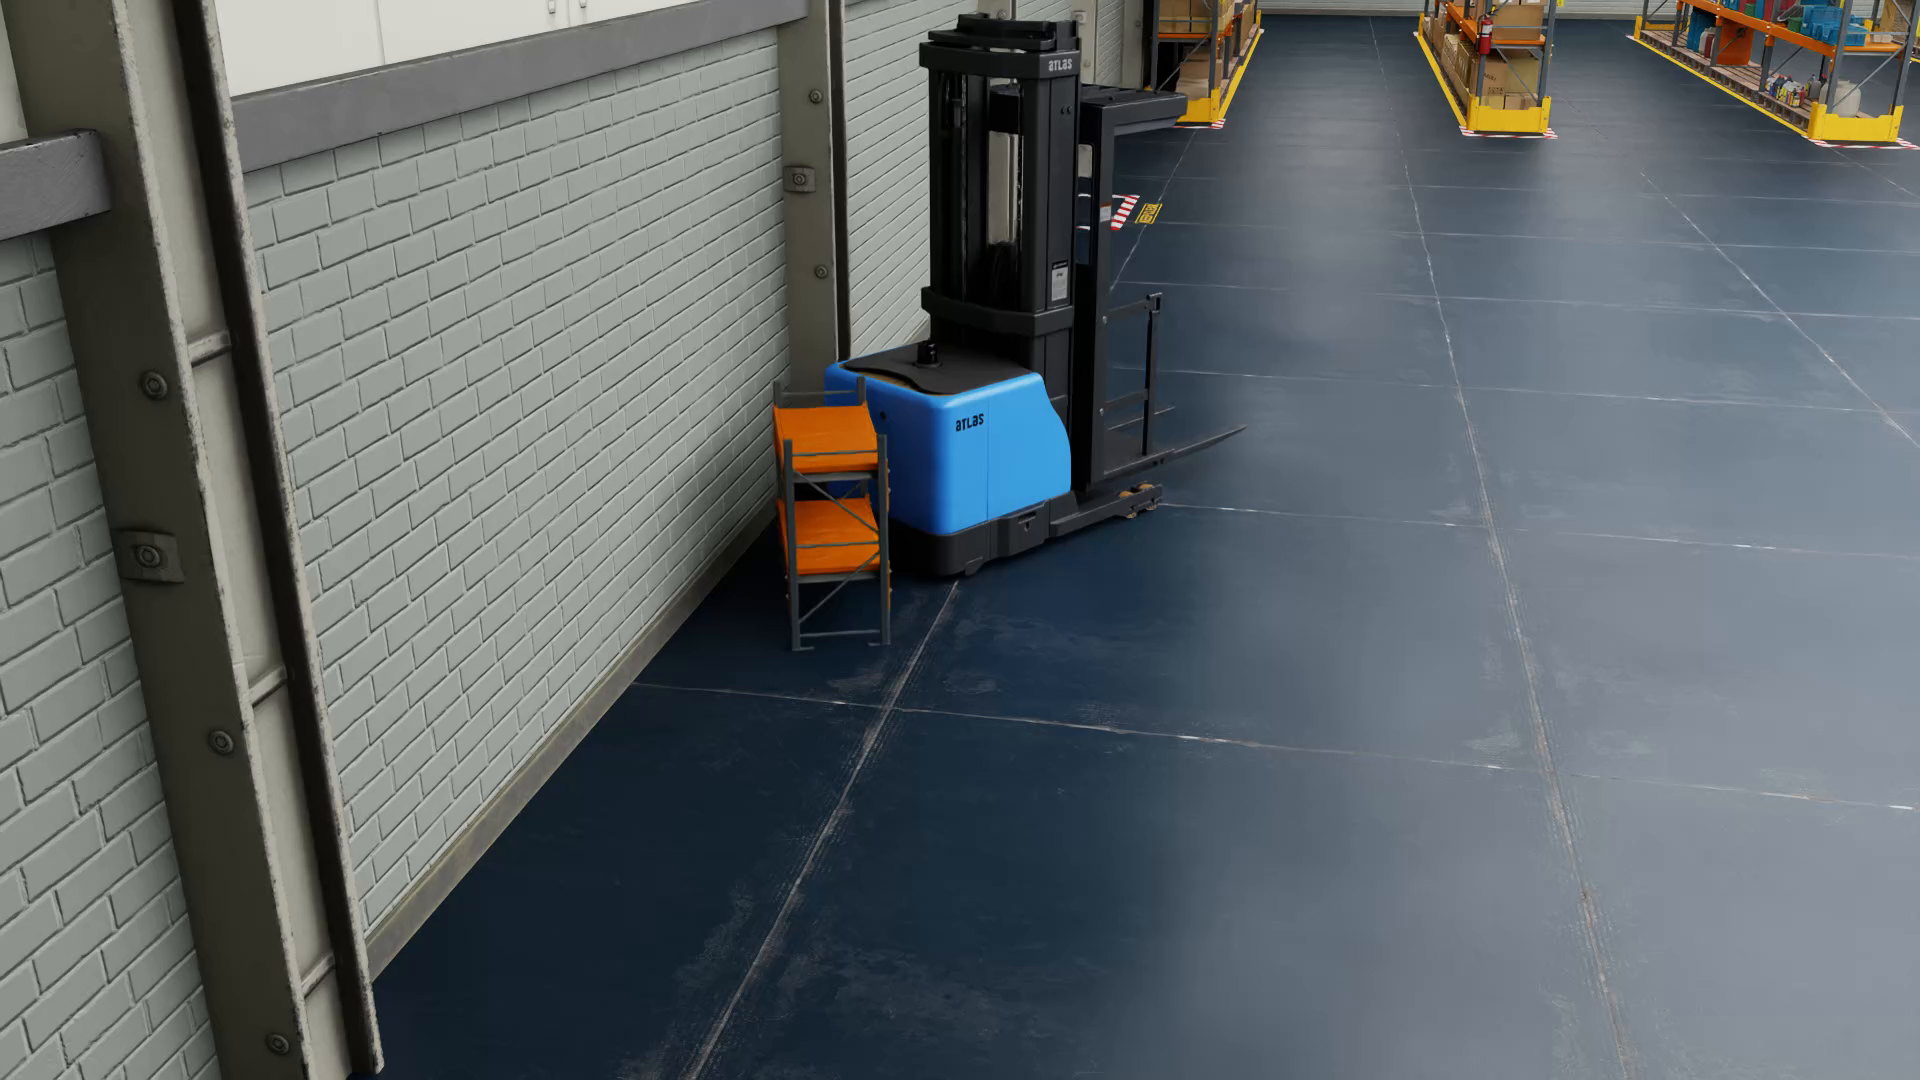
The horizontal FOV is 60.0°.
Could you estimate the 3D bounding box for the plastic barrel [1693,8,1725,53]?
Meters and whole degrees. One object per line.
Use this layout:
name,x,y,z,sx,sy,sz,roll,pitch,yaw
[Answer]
plastic barrel,15.375,-10.443,34.015,0.600,0.901,0.708,4,22,11

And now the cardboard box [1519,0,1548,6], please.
cardboard box,8.641,-8.143,25.055,0.380,0.149,0.250,4,22,11

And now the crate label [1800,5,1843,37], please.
crate label,13.309,-8.000,25.654,0.502,0.435,0.616,4,22,11

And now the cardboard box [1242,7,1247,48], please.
cardboard box,5.596,-10.747,34.839,0.750,0.750,0.750,4,22,11

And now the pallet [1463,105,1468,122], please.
pallet,8.465,-6.658,26.103,1.003,0.211,1.213,4,22,11

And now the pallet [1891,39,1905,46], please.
pallet,20.974,-10.727,36.206,1.003,0.211,1.213,4,22,11

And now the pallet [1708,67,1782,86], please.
pallet,14.635,-8.642,31.028,1.003,0.211,1.213,4,22,11

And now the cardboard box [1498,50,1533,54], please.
cardboard box,8.986,-7.663,26.981,0.500,0.500,0.500,4,22,11

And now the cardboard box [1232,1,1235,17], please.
cardboard box,4.516,-9.251,28.983,0.500,0.250,0.500,5,22,11

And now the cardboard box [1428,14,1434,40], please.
cardboard box,10.637,-11.332,36.732,0.500,0.500,0.500,4,22,11

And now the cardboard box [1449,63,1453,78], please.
cardboard box,9.072,-8.409,29.837,0.500,0.250,0.500,4,22,10

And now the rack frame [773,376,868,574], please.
rack frame,-0.763,-0.350,9.216,0.500,1.125,0.032,-3,22,-8

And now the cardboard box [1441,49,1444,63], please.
cardboard box,9.588,-9.345,32.159,0.500,0.250,0.500,4,22,11

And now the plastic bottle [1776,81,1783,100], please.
plastic bottle,13.331,-7.307,27.028,0.061,0.283,0.133,5,23,13

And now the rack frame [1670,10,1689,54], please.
rack frame,15.647,-11.678,34.835,1.000,3.000,0.127,4,22,11

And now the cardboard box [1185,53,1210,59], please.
cardboard box,4.143,-8.170,28.881,0.500,0.500,0.500,3,22,7

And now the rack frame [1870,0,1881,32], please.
rack frame,21.312,-12.764,37.530,1.000,3.000,0.127,4,22,11

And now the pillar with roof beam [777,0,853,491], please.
pillar with roof beam,3.337,-4.238,8.332,9.100,9.000,0.400,4,22,11

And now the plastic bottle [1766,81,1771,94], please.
plastic bottle,13.500,-7.538,27.713,0.097,0.201,0.097,0,22,0

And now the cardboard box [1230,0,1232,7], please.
cardboard box,4.313,-9.232,27.933,0.500,0.500,0.500,4,22,9

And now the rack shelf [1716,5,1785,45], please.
rack shelf,14.423,-9.150,29.521,1.077,0.370,4.000,4,22,11

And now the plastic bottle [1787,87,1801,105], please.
plastic bottle,13.222,-7.025,26.339,0.152,0.276,0.135,5,22,11

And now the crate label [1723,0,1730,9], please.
crate label,14.378,-10.012,30.923,0.303,0.233,0.416,4,22,11

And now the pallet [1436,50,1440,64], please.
pallet,10.423,-10.016,34.440,1.003,0.211,1.213,4,22,11

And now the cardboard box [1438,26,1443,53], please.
cardboard box,10.049,-10.188,33.892,0.500,0.500,0.500,4,22,9

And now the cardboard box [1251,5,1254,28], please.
cardboard box,6.618,-12.485,39.622,0.700,0.500,0.500,4,22,11

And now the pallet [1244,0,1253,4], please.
pallet,5.091,-10.613,32.447,1.213,0.211,1.003,4,22,11

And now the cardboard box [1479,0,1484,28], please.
cardboard box,8.874,-8.639,27.154,0.700,0.500,0.500,5,22,12

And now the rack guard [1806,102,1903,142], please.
rack guard,13.168,-6.161,24.483,1.175,0.500,0.348,4,22,11

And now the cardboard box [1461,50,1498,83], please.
cardboard box,8.461,-7.704,27.082,0.500,0.500,0.500,4,22,11

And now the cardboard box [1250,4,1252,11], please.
cardboard box,6.450,-12.147,37.914,0.380,0.149,0.250,5,23,13

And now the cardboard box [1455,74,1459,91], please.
cardboard box,8.668,-7.722,28.130,0.500,0.250,0.500,4,22,11

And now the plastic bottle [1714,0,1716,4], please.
plastic bottle,14.584,-10.429,31.999,0.097,0.201,0.097,0,22,0

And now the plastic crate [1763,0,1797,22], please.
plastic crate,13.814,-8.983,28.056,0.402,0.464,0.583,4,22,11

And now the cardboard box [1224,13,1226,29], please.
cardboard box,4.002,-8.330,26.695,0.500,0.250,0.500,4,22,9

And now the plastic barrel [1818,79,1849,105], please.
plastic barrel,13.360,-6.760,25.392,0.421,0.512,0.421,0,22,0

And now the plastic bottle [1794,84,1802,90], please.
plastic bottle,13.469,-7.203,26.780,0.152,0.276,0.135,4,22,11

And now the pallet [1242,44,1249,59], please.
pallet,5.618,-10.405,35.405,1.003,0.211,1.213,4,22,11

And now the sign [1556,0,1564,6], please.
sign,8.892,-8.062,24.592,0.100,0.325,0.005,4,22,11

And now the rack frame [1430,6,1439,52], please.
rack frame,10.799,-12.057,35.776,1.000,3.000,0.127,4,22,11

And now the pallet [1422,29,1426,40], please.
pallet,11.438,-11.907,39.136,1.003,0.211,1.213,4,22,11

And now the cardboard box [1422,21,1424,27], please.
cardboard box,11.142,-12.192,39.314,0.380,0.166,0.250,4,22,11

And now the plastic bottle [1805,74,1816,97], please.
plastic bottle,14.024,-7.481,27.371,0.144,0.351,0.185,4,22,11

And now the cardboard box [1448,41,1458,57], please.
cardboard box,9.279,-9.038,30.646,0.500,0.311,0.500,4,22,10

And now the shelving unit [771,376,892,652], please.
shelving unit,-0.686,-0.162,8.750,0.538,1.125,1.048,-3,22,-8

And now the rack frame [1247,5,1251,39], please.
rack frame,5.948,-12.433,36.711,1.000,3.000,0.127,4,22,11

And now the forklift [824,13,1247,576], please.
forklift,0.614,-1.613,9.936,3.031,2.935,1.130,-20,29,-40

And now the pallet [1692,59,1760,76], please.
pallet,14.951,-9.213,32.448,1.003,0.211,1.213,4,22,11

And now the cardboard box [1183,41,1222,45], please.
cardboard box,4.506,-9.016,30.981,0.700,0.500,0.500,4,22,10

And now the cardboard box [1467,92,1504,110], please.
cardboard box,8.170,-6.807,25.857,0.500,0.250,0.500,4,22,11

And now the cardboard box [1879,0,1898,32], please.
cardboard box,21.260,-11.733,37.252,0.875,0.875,0.875,4,22,11
